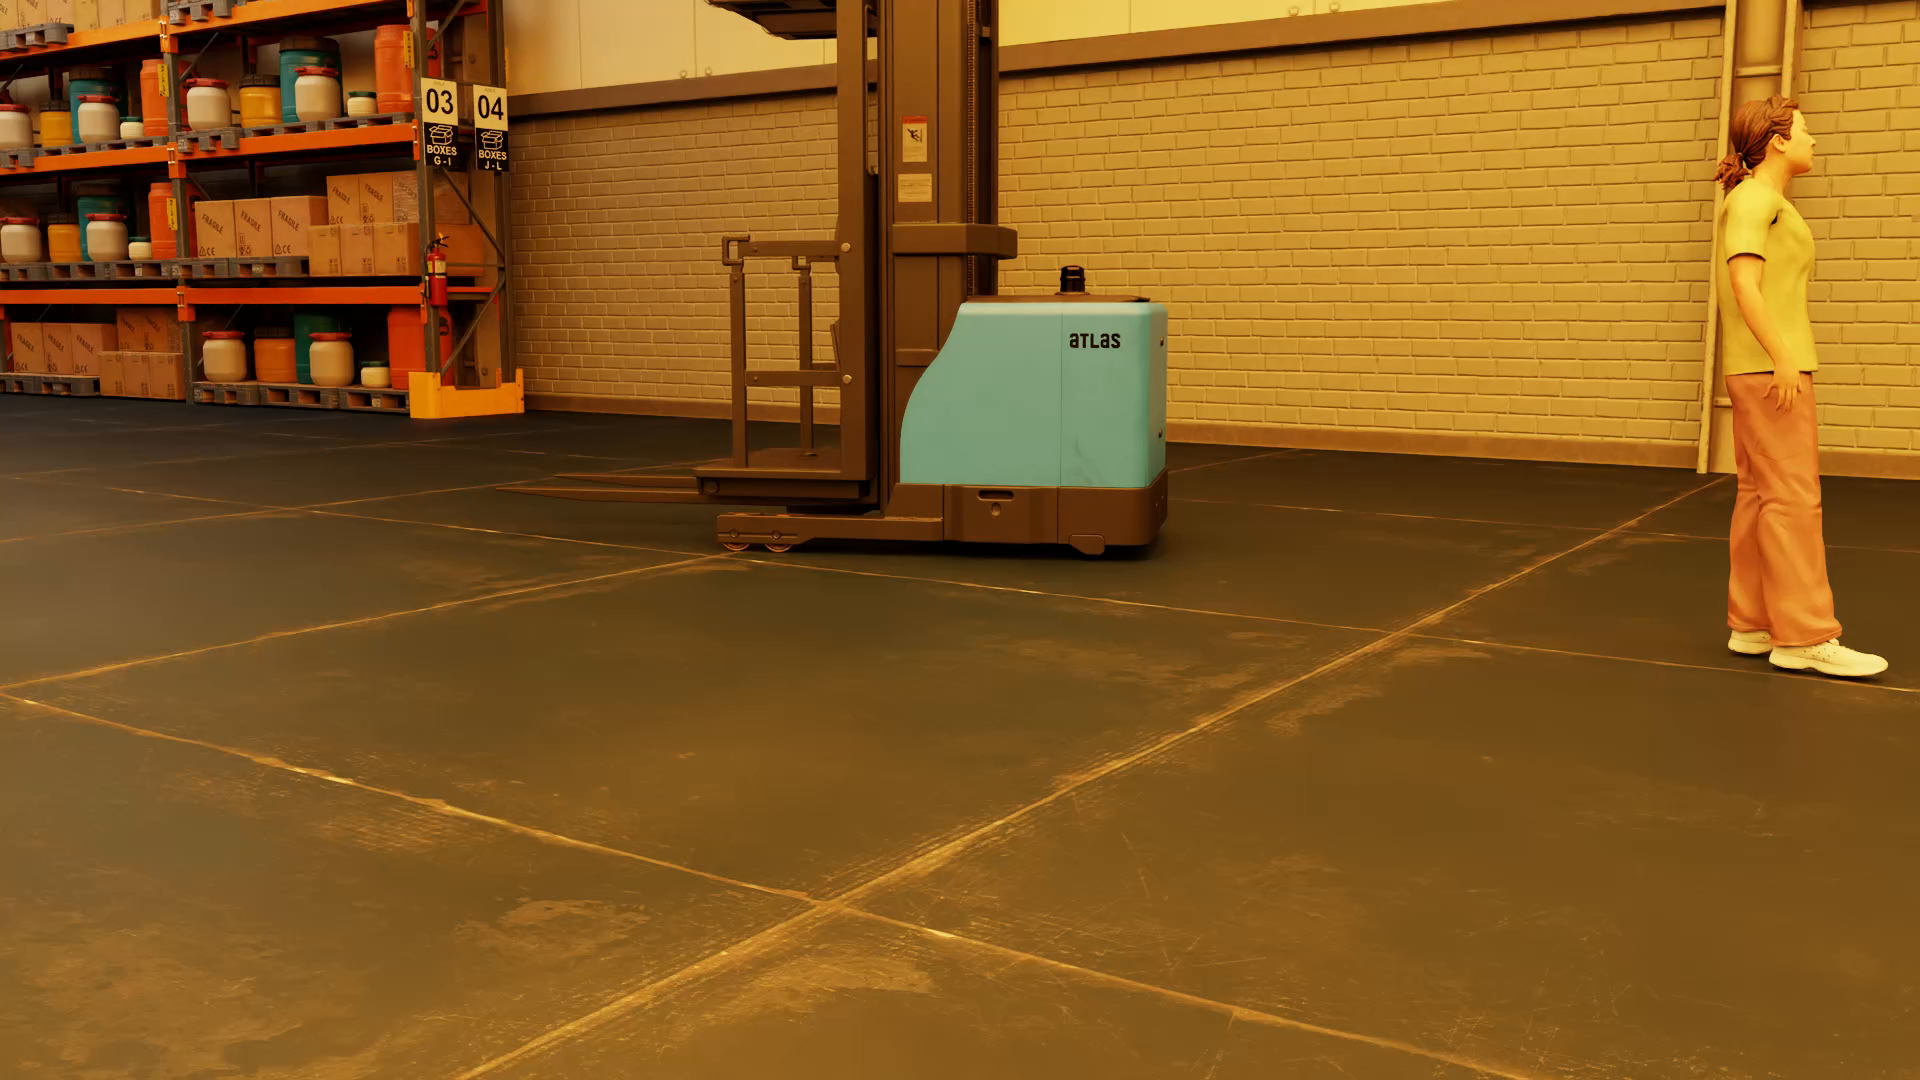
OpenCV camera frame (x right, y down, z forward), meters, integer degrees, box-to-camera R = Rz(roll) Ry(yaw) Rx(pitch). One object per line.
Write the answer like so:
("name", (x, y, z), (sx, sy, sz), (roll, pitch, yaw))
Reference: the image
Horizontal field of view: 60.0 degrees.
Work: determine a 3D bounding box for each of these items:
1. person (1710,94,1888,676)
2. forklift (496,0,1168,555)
("person", (2.495, -0.478, 4.957), (0.548, 1.674, 0.553), (4, 9, 24))
("forklift", (-0.596, -1.469, 7.520), (3.031, 2.935, 1.130), (2, 8, 12))
